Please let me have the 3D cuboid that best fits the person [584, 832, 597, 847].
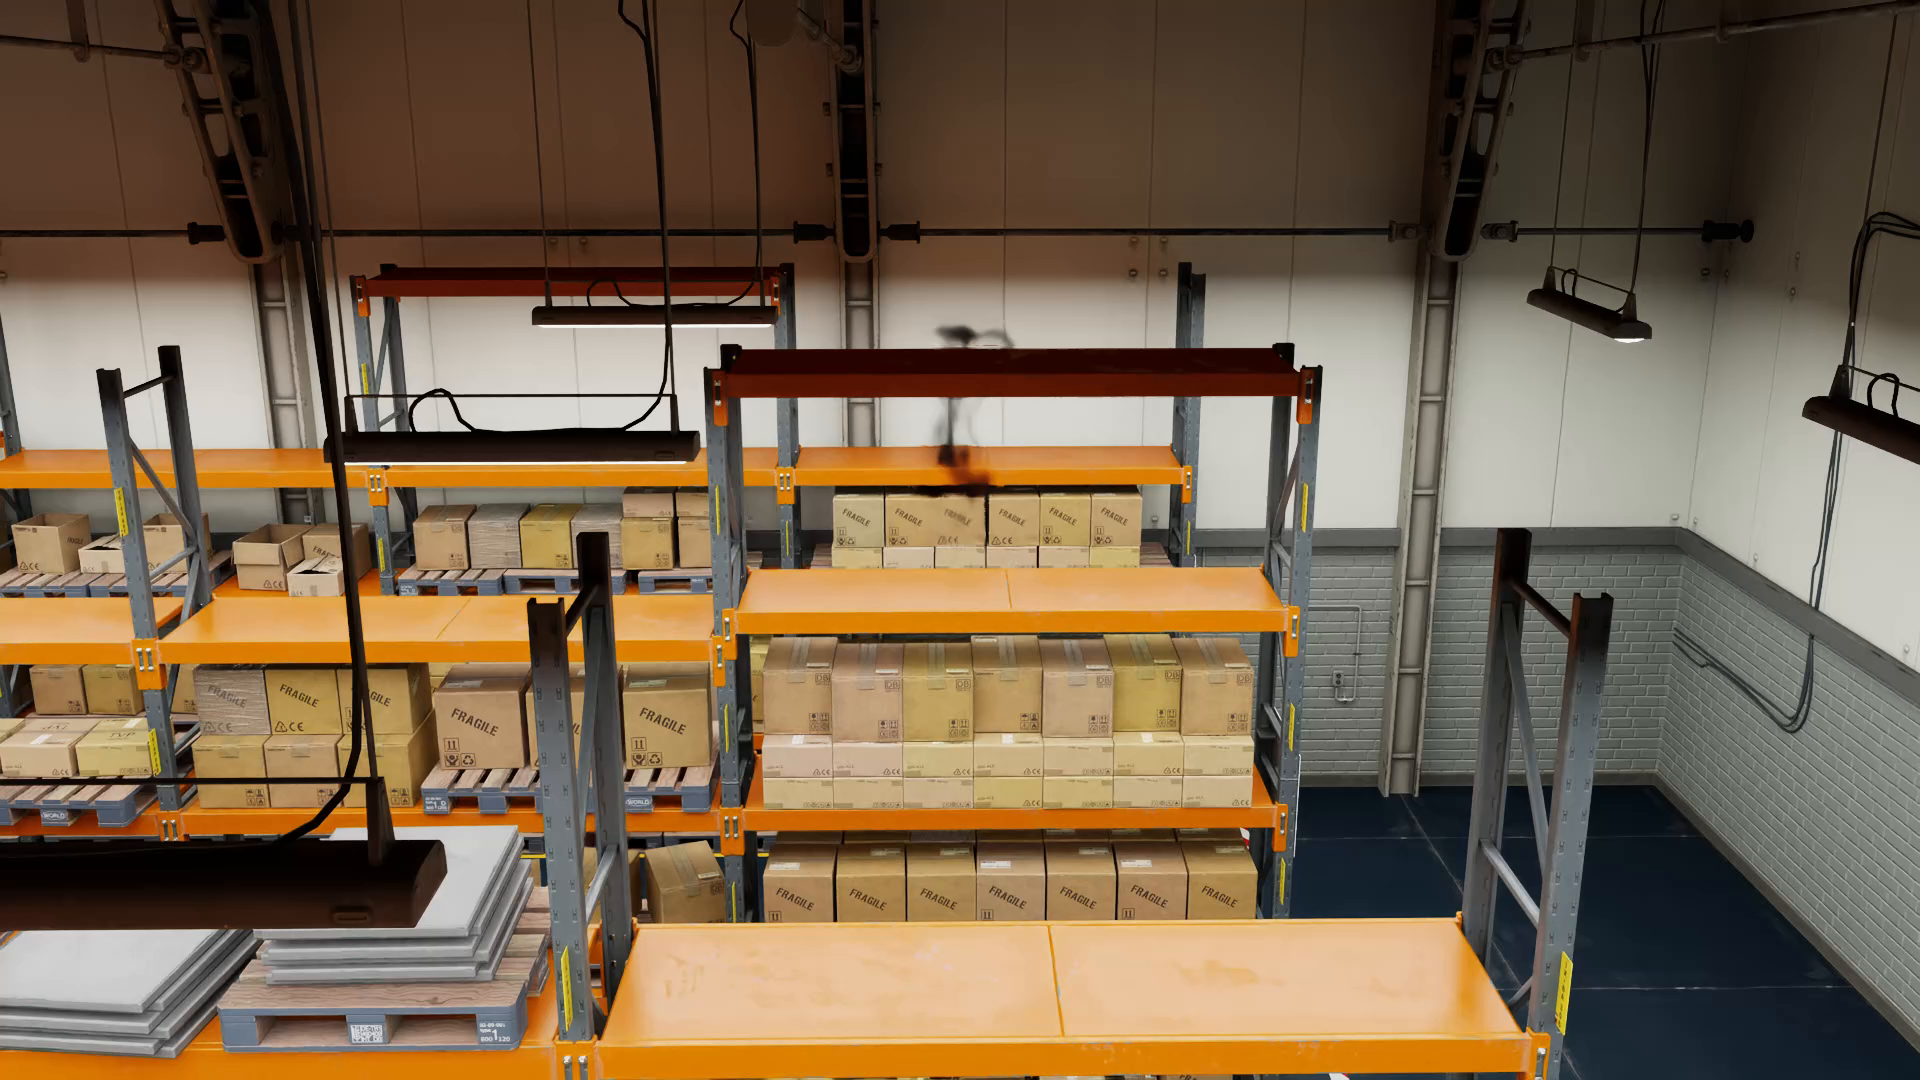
[{"bbox_3d":[-3.382,2.988,15.265,0.684,1.814,0.692,-3,16,-12],"label":"person"}]
